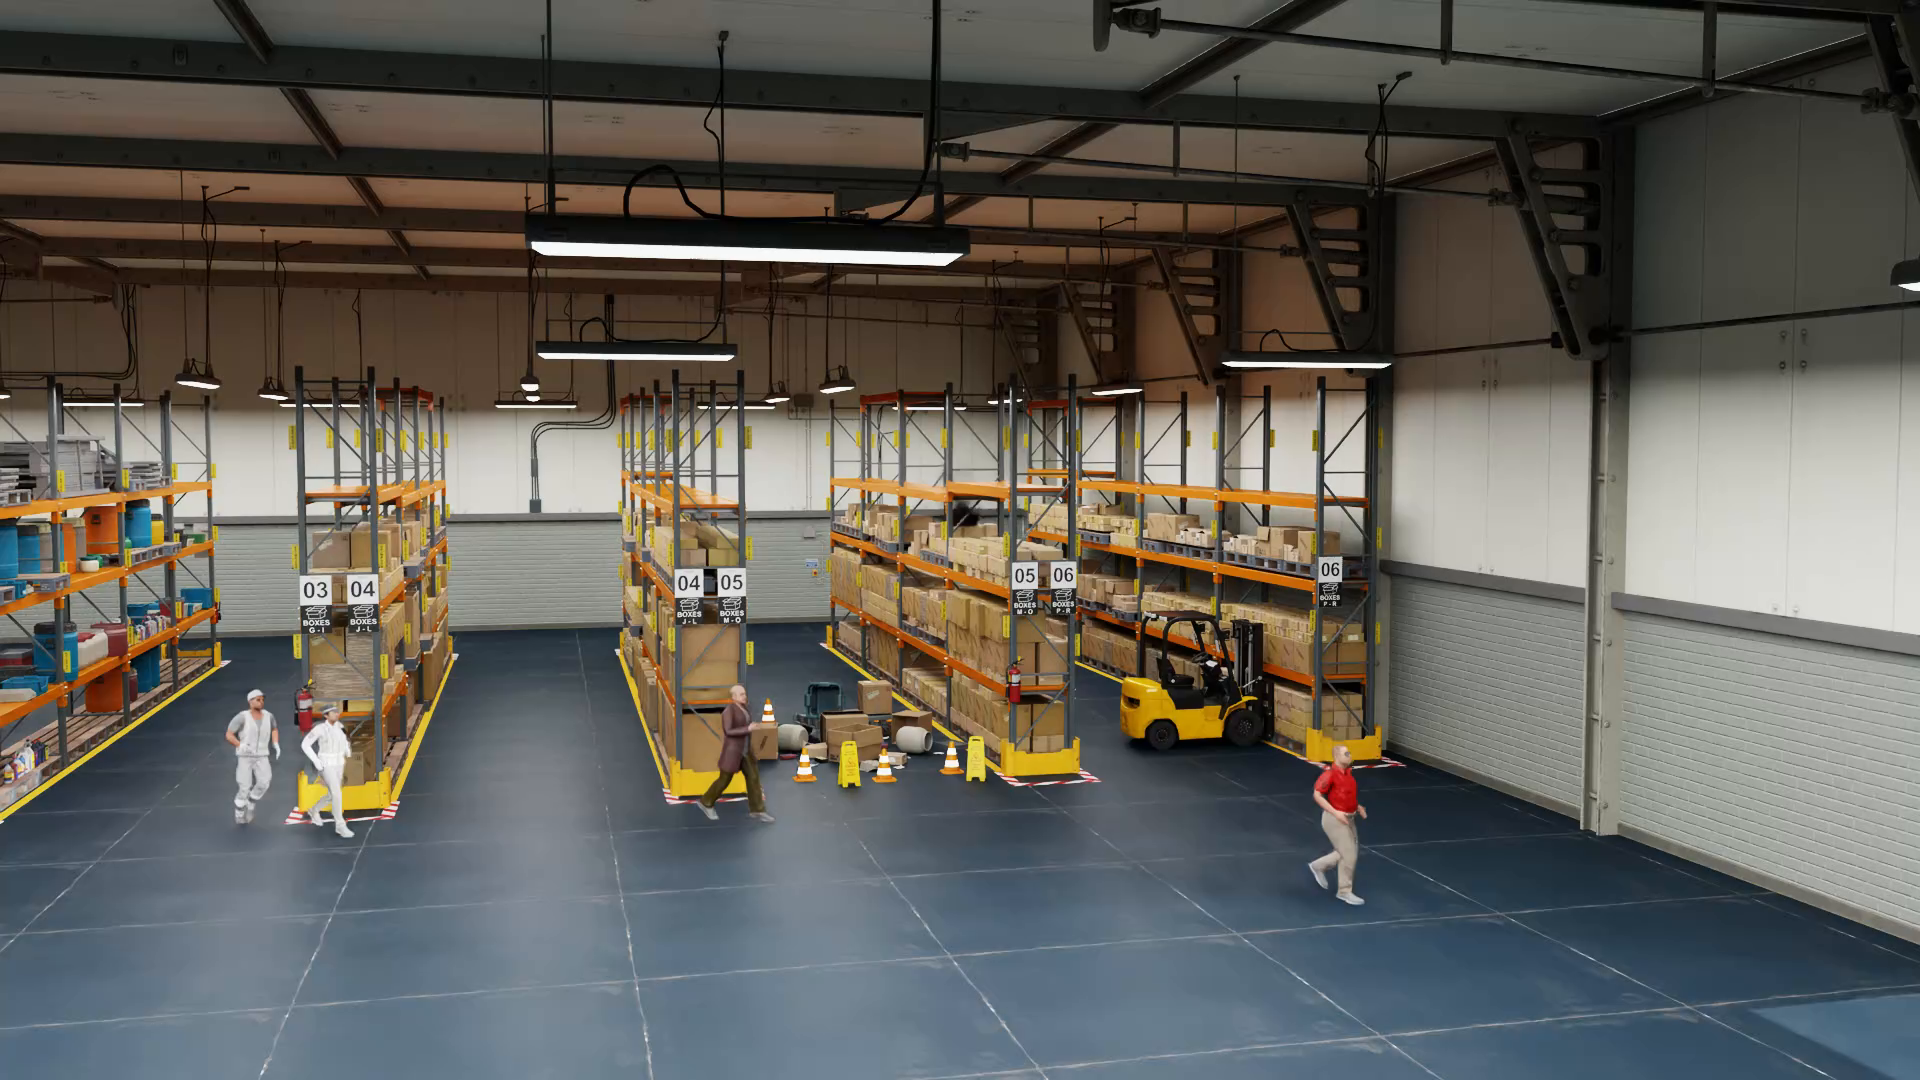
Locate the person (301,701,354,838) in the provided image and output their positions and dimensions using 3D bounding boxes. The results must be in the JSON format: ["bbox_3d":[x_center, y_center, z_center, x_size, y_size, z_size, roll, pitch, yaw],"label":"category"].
[{"bbox_3d":[-8.033,2.893,21.183,0.835,1.702,0.635,1,4,22],"label":"person"}]

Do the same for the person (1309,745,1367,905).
[{"bbox_3d":[4.093,3.076,18.126,0.703,1.712,0.672,3,4,38],"label":"person"}]

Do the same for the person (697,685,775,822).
[{"bbox_3d":[-2.915,2.773,21.664,1.069,1.772,0.717,2,4,26],"label":"person"}]

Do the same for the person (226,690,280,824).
[{"bbox_3d":[-9.179,2.827,21.676,0.709,1.740,0.569,-3,5,-42],"label":"person"}]
